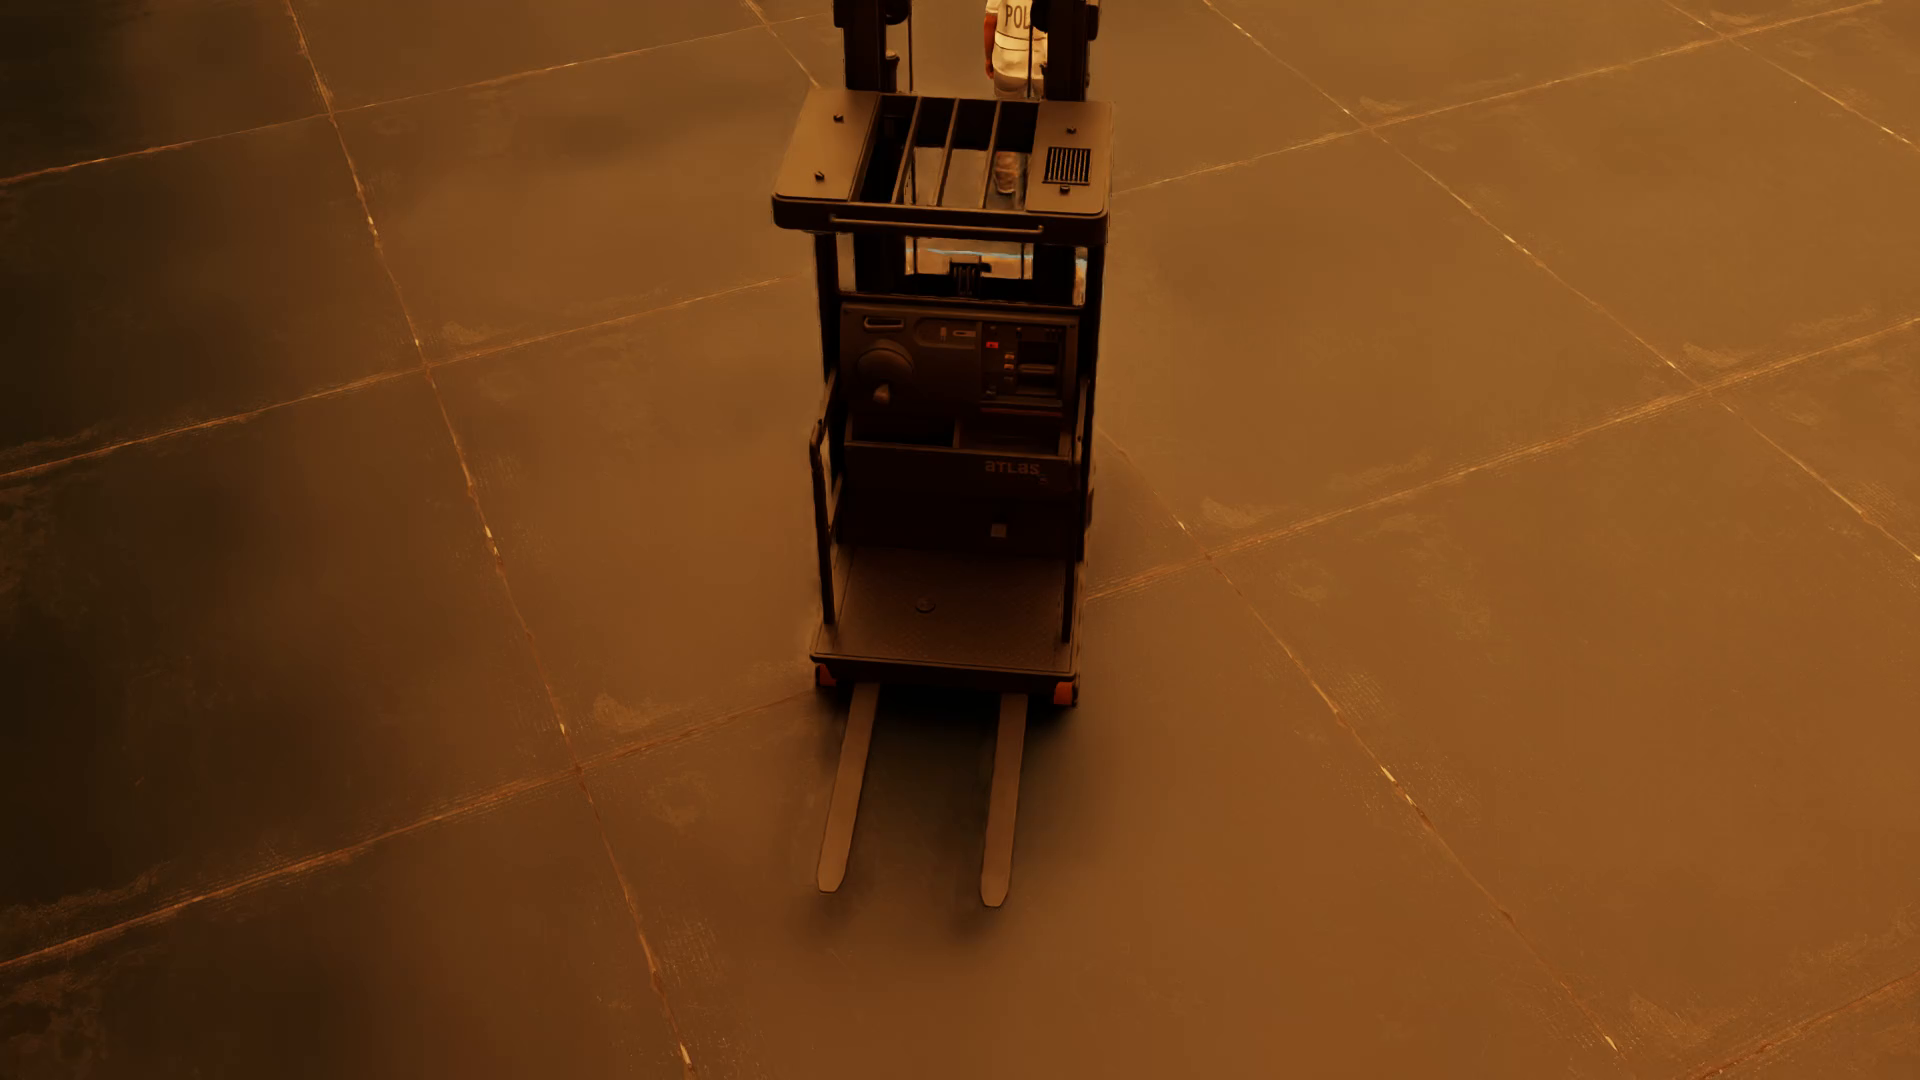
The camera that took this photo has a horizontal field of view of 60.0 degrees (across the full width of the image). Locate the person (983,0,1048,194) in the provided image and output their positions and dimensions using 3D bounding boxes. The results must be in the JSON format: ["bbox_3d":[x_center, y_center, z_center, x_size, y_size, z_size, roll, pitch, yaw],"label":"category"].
[{"bbox_3d":[0.413,-2.768,9.576,0.550,1.664,0.470,4,43,5],"label":"person"}]

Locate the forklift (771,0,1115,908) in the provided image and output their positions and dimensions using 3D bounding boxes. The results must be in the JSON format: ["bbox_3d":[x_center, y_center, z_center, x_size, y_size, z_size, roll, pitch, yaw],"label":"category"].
[{"bbox_3d":[-0.027,-0.619,6.343,1.130,2.935,3.031,4,43,4],"label":"forklift"}]
